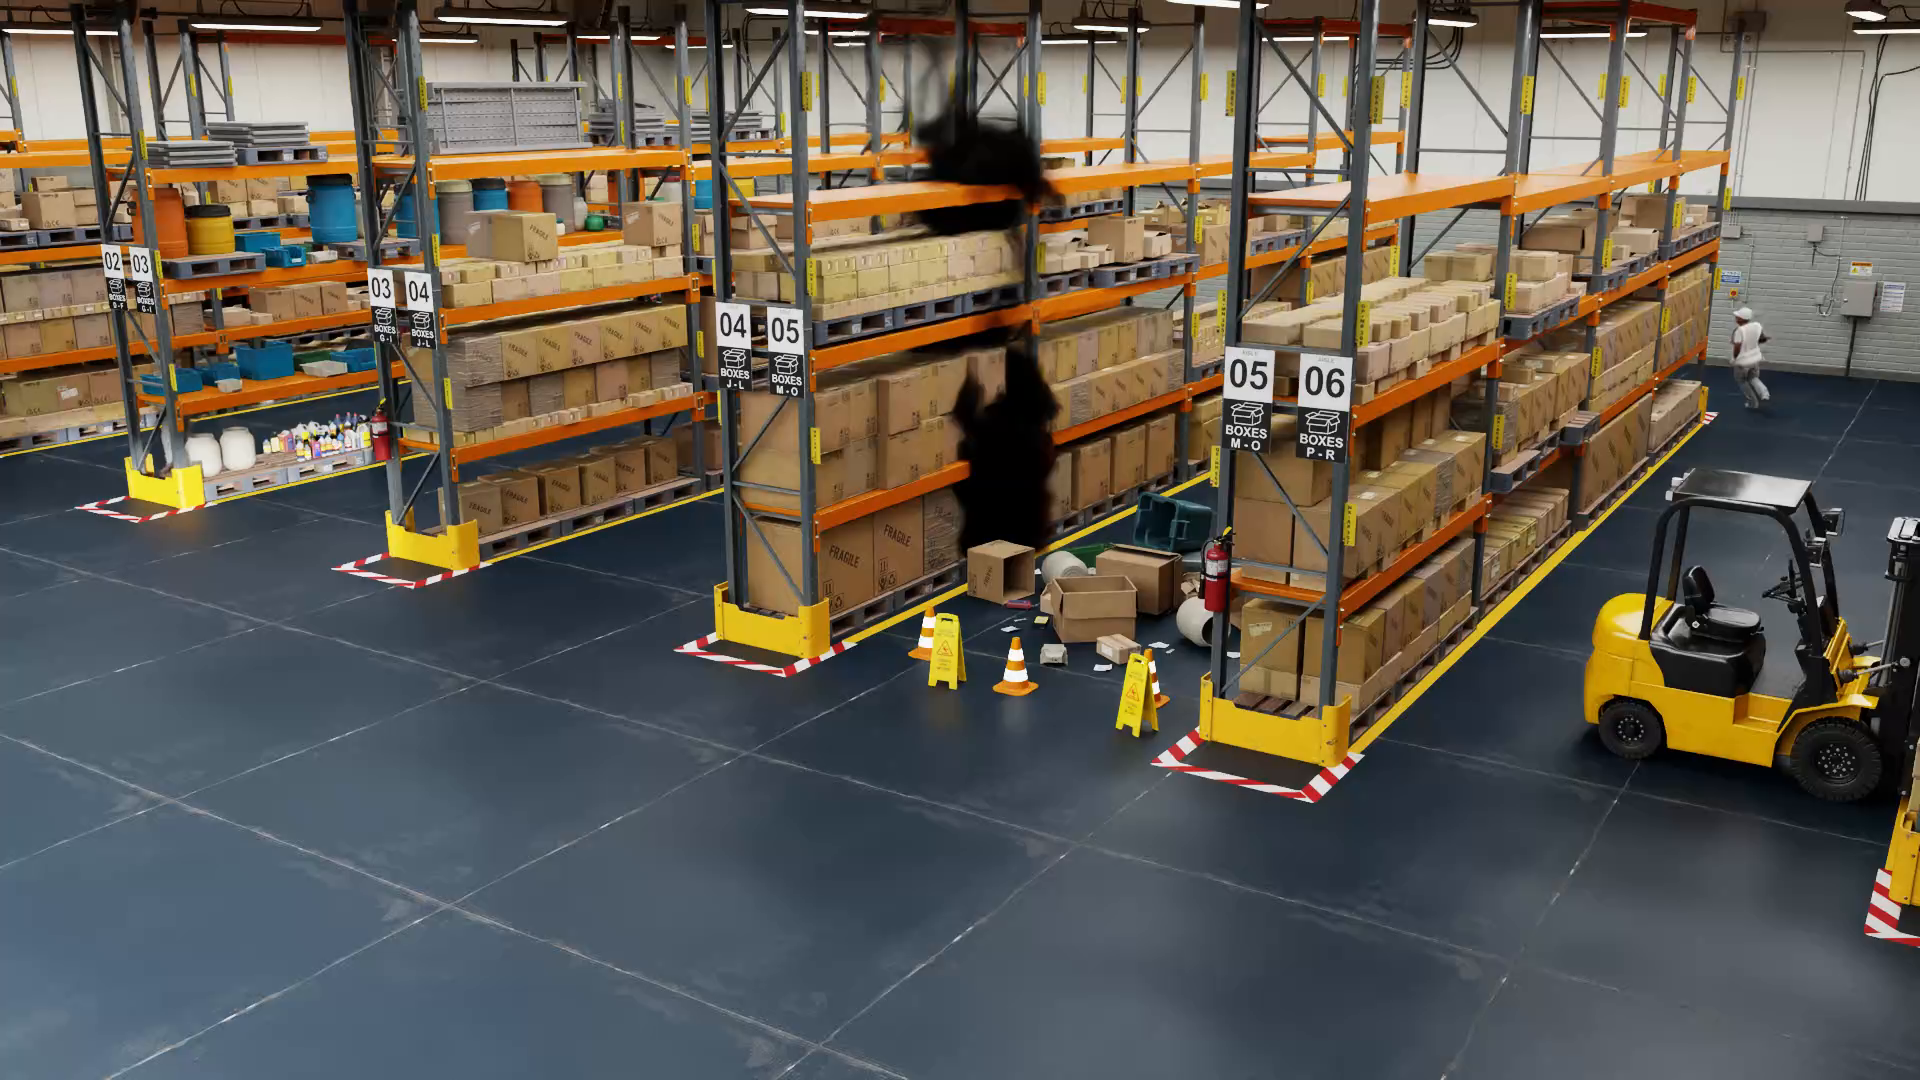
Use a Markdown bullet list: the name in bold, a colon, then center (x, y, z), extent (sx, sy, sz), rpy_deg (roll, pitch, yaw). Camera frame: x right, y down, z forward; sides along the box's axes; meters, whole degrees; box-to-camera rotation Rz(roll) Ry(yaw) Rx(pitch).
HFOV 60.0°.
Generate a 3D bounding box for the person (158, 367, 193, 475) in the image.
- **person**: center (-10.563, -1.657, 22.469), extent (0.555, 1.446, 0.791), rpy_deg (8, 17, 26)

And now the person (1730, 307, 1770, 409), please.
- **person**: center (12.526, -2.870, 26.462), extent (0.782, 1.675, 0.707), rpy_deg (-3, 16, -9)

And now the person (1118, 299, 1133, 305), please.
- **person**: center (2.787, -3.271, 27.955), extent (0.561, 1.652, 0.587), rpy_deg (7, 17, 25)
